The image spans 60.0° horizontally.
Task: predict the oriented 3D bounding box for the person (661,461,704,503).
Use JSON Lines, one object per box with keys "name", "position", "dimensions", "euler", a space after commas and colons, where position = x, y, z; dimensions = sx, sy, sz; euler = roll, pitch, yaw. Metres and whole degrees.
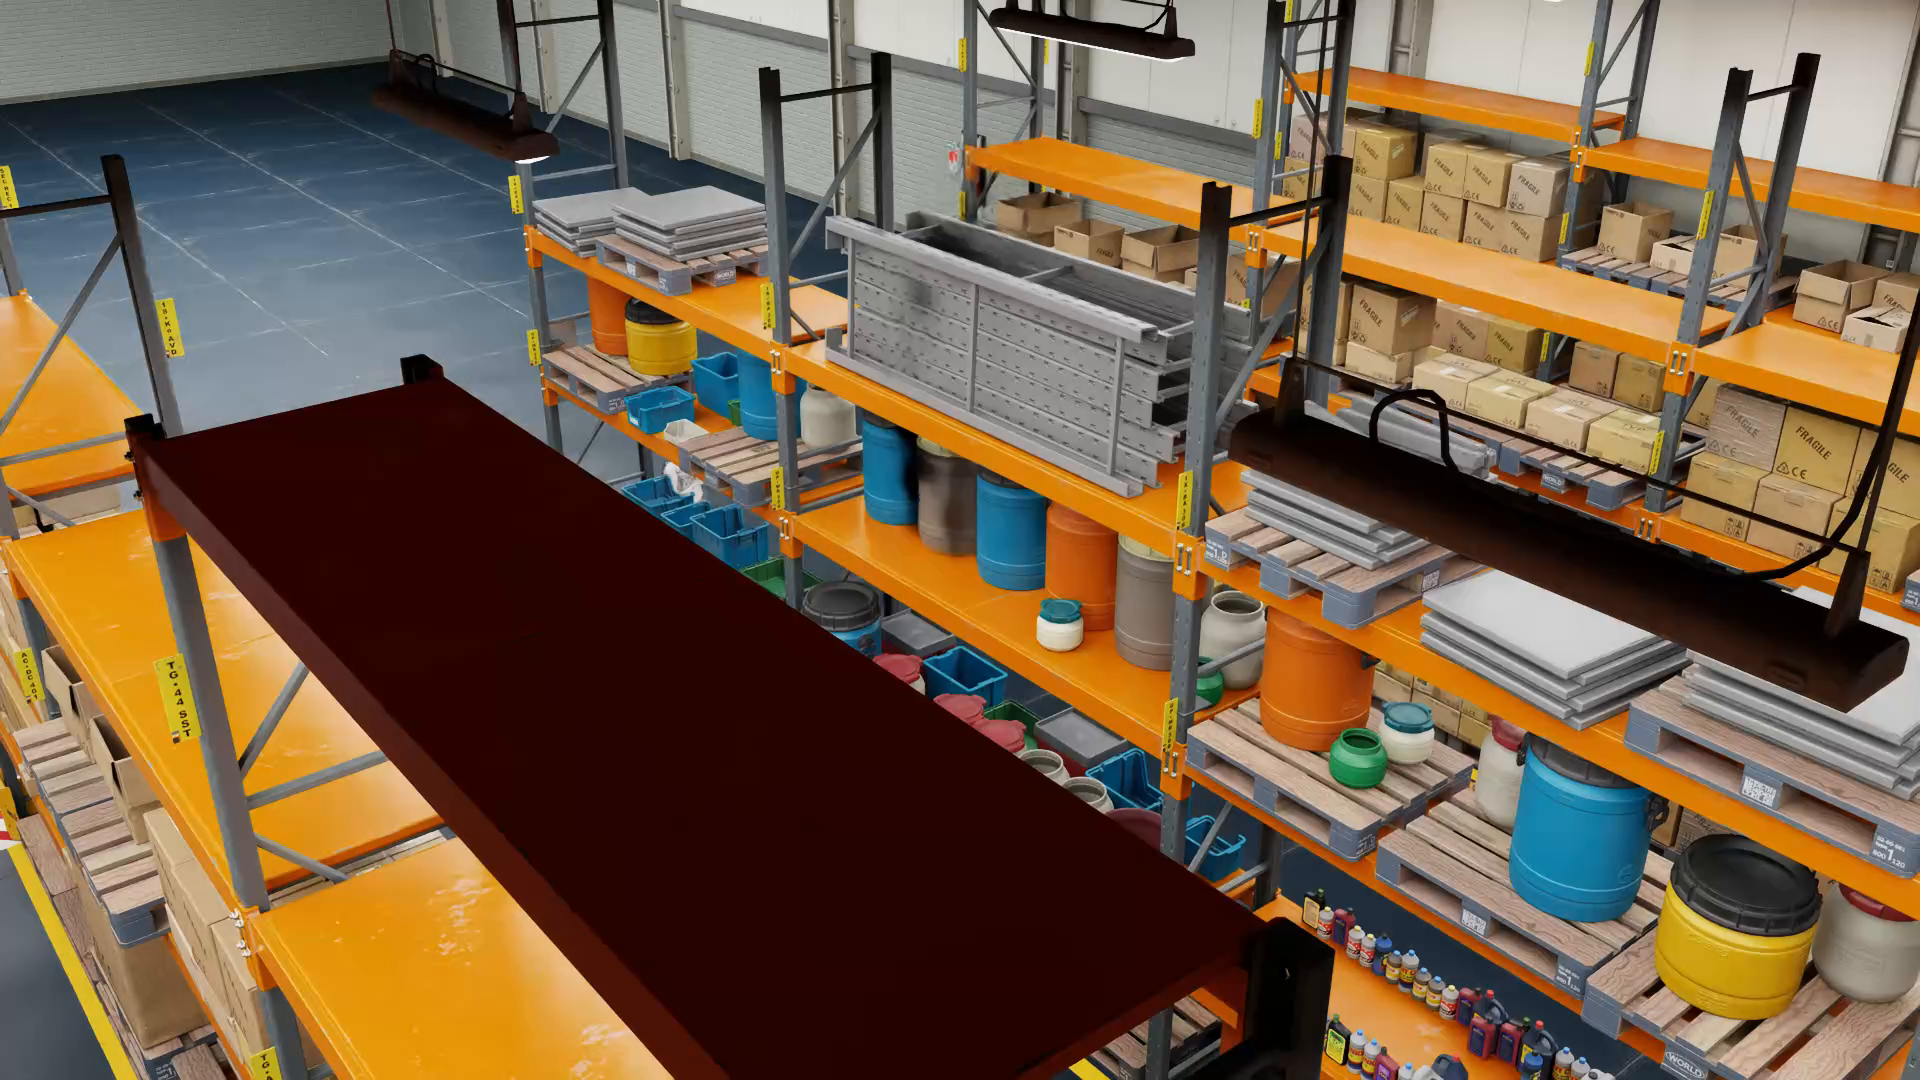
{"name": "person", "position": [-2.808, -0.385, 17.219], "dimensions": [0.744, 1.674, 0.656], "euler": [14, 29, 26]}
